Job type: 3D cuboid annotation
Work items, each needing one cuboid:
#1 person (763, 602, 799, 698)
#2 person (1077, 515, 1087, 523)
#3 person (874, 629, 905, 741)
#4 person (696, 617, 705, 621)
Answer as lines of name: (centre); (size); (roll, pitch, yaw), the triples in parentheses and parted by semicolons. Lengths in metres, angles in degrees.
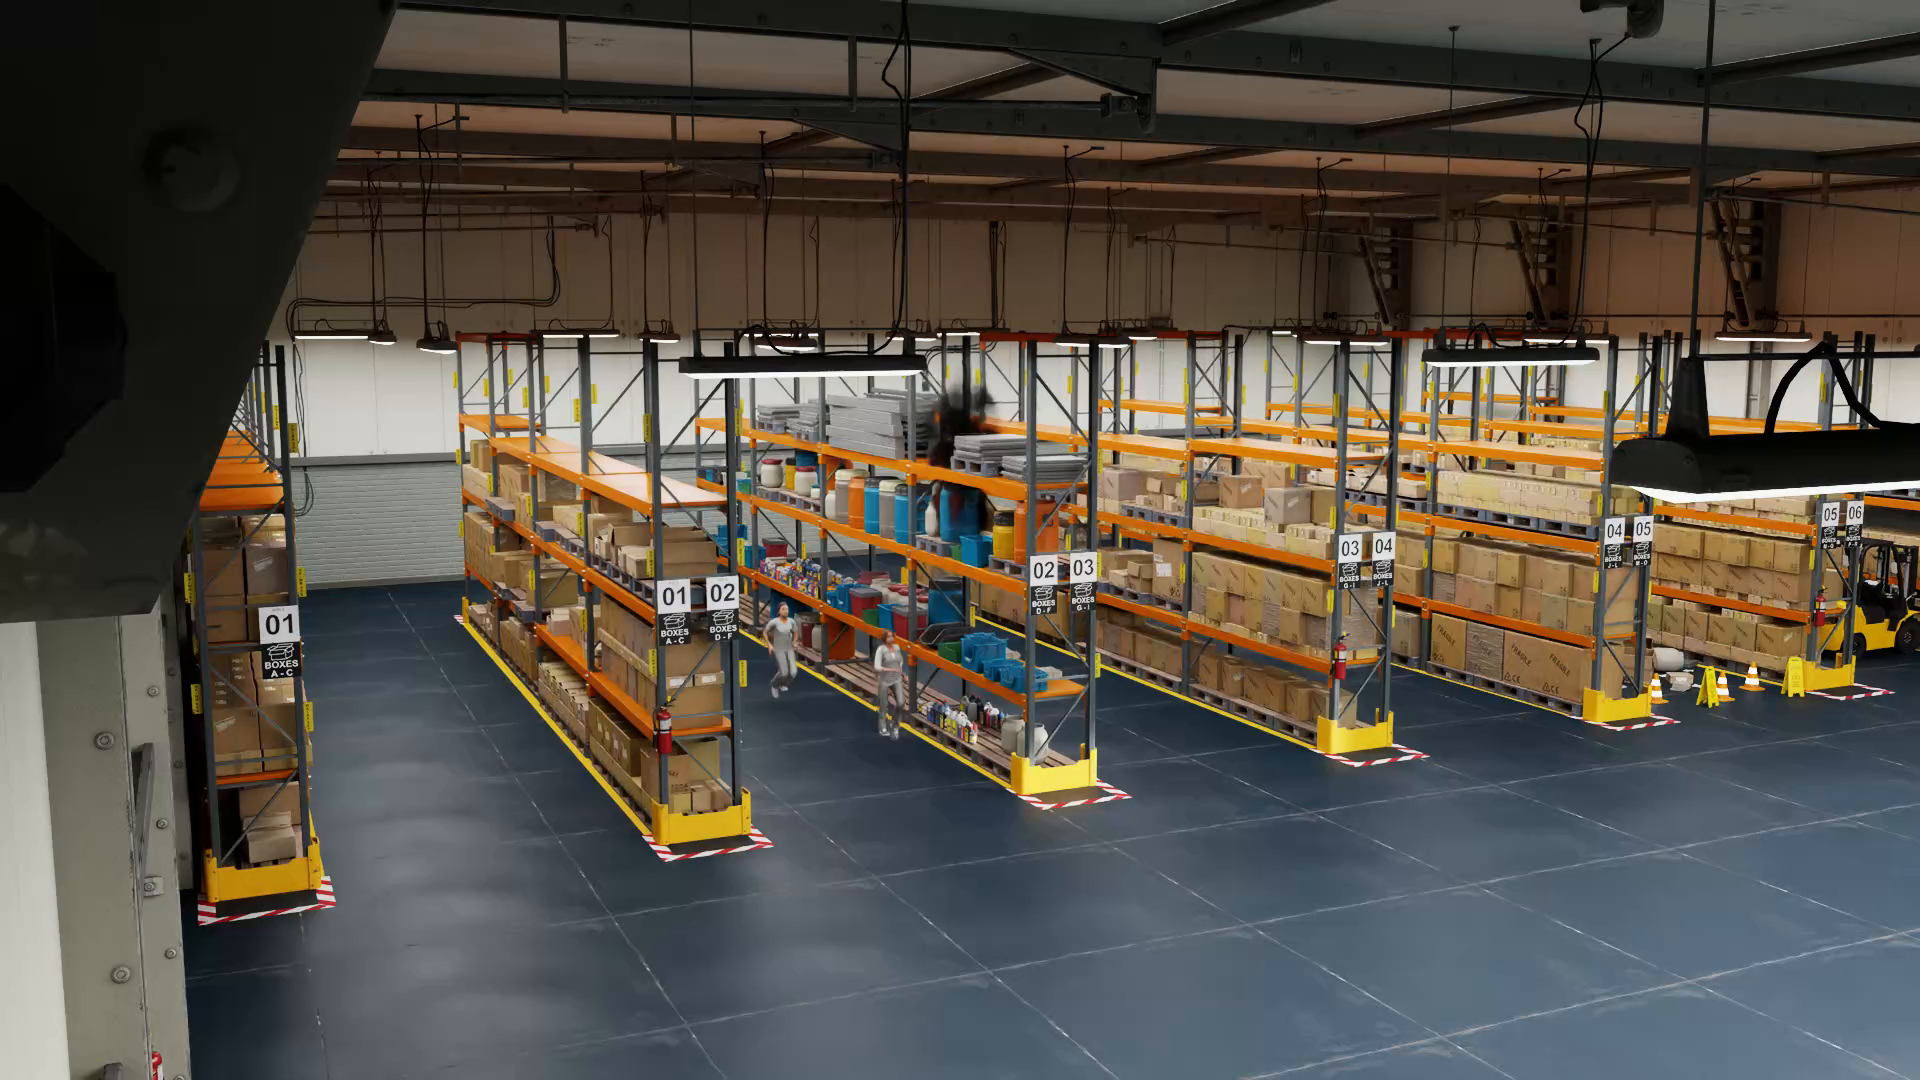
person: (-2.848, 1.792, 26.824); (0.566, 1.592, 0.550); (-5, 9, -31)
person: (3.144, -0.068, 41.637); (0.576, 1.619, 0.595); (-7, 10, -41)
person: (-0.981, 2.069, 23.718); (0.510, 1.623, 0.639); (-4, 8, -24)
person: (-4.976, 1.419, 30.158); (0.643, 1.733, 0.638); (-6, 10, -39)
